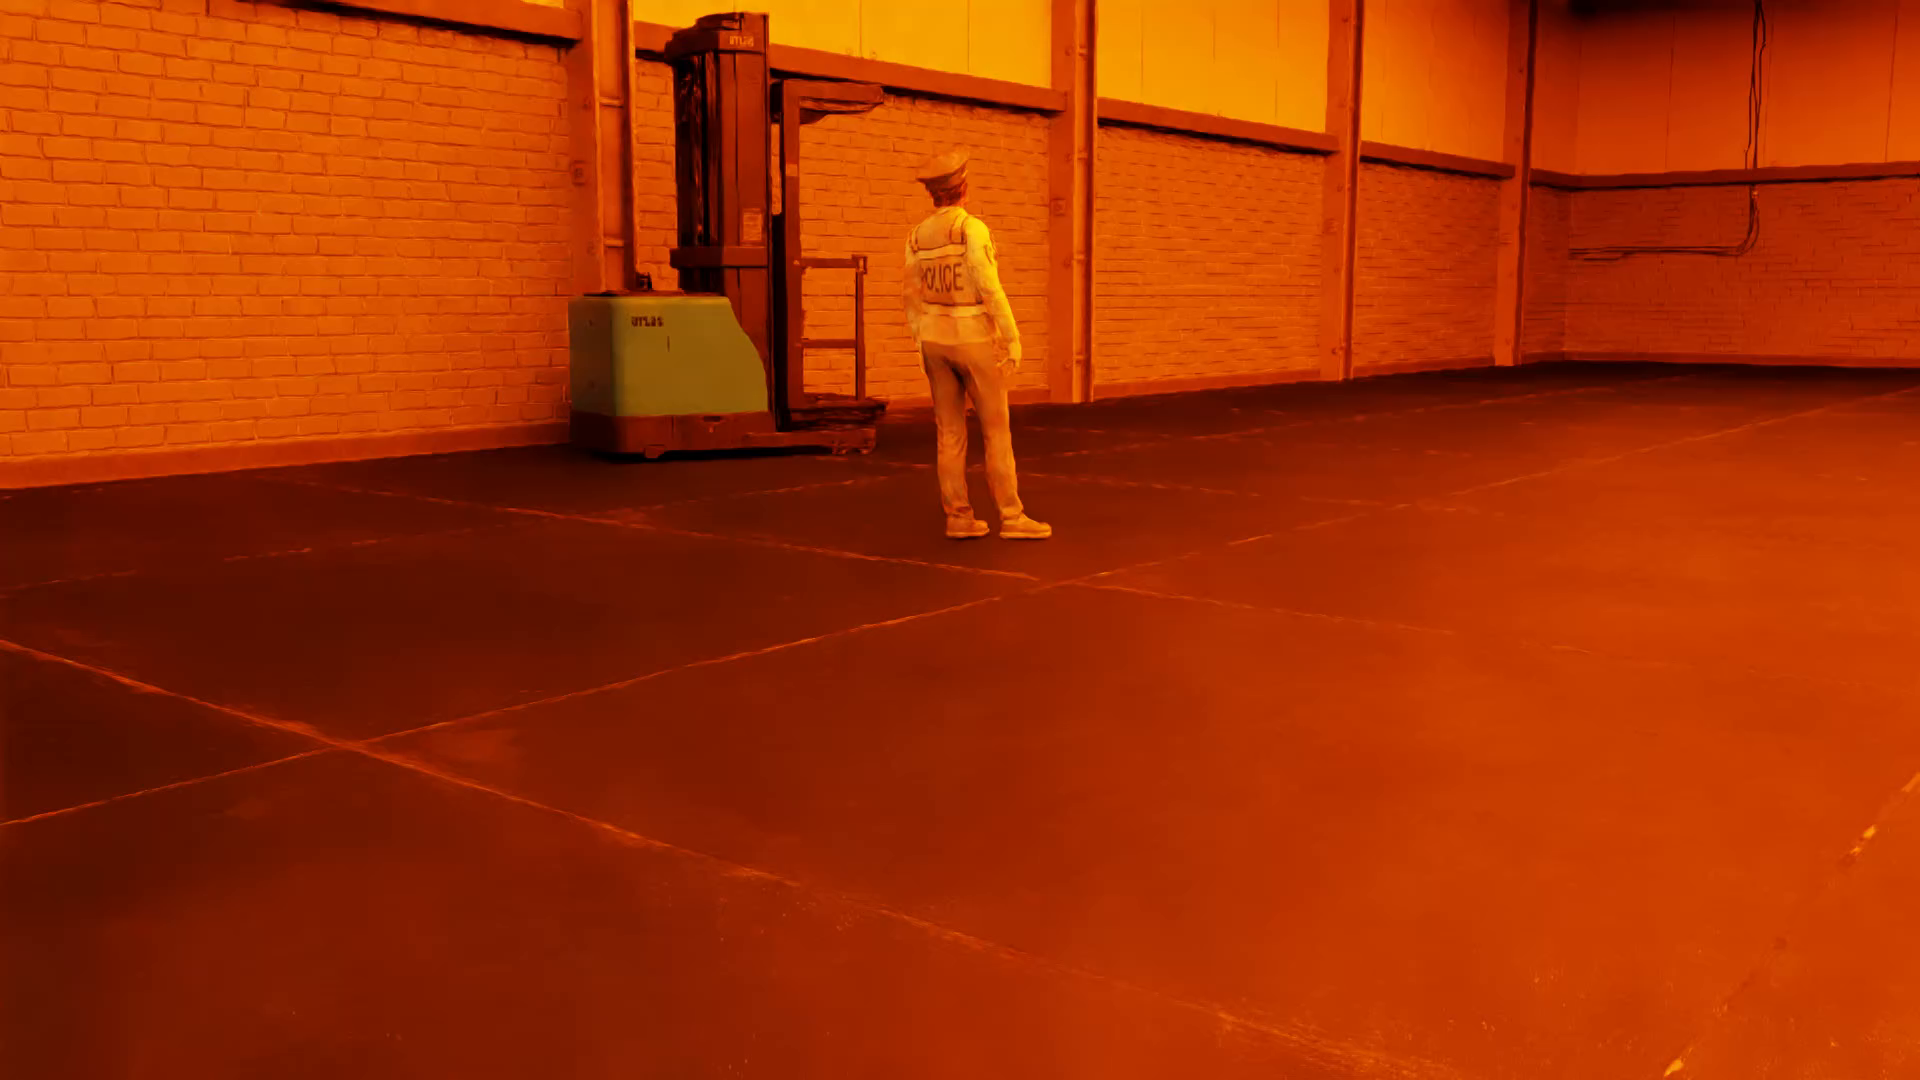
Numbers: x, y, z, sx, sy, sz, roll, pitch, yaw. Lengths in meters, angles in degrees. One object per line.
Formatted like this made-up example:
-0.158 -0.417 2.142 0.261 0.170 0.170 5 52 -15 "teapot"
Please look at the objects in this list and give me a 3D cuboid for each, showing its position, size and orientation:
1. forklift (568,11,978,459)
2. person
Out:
-1.177 -2.113 11.719 3.031 2.935 1.130 -5 10 -31 "forklift"
0.048 -0.853 7.329 0.586 1.695 0.533 7 11 38 "person"
